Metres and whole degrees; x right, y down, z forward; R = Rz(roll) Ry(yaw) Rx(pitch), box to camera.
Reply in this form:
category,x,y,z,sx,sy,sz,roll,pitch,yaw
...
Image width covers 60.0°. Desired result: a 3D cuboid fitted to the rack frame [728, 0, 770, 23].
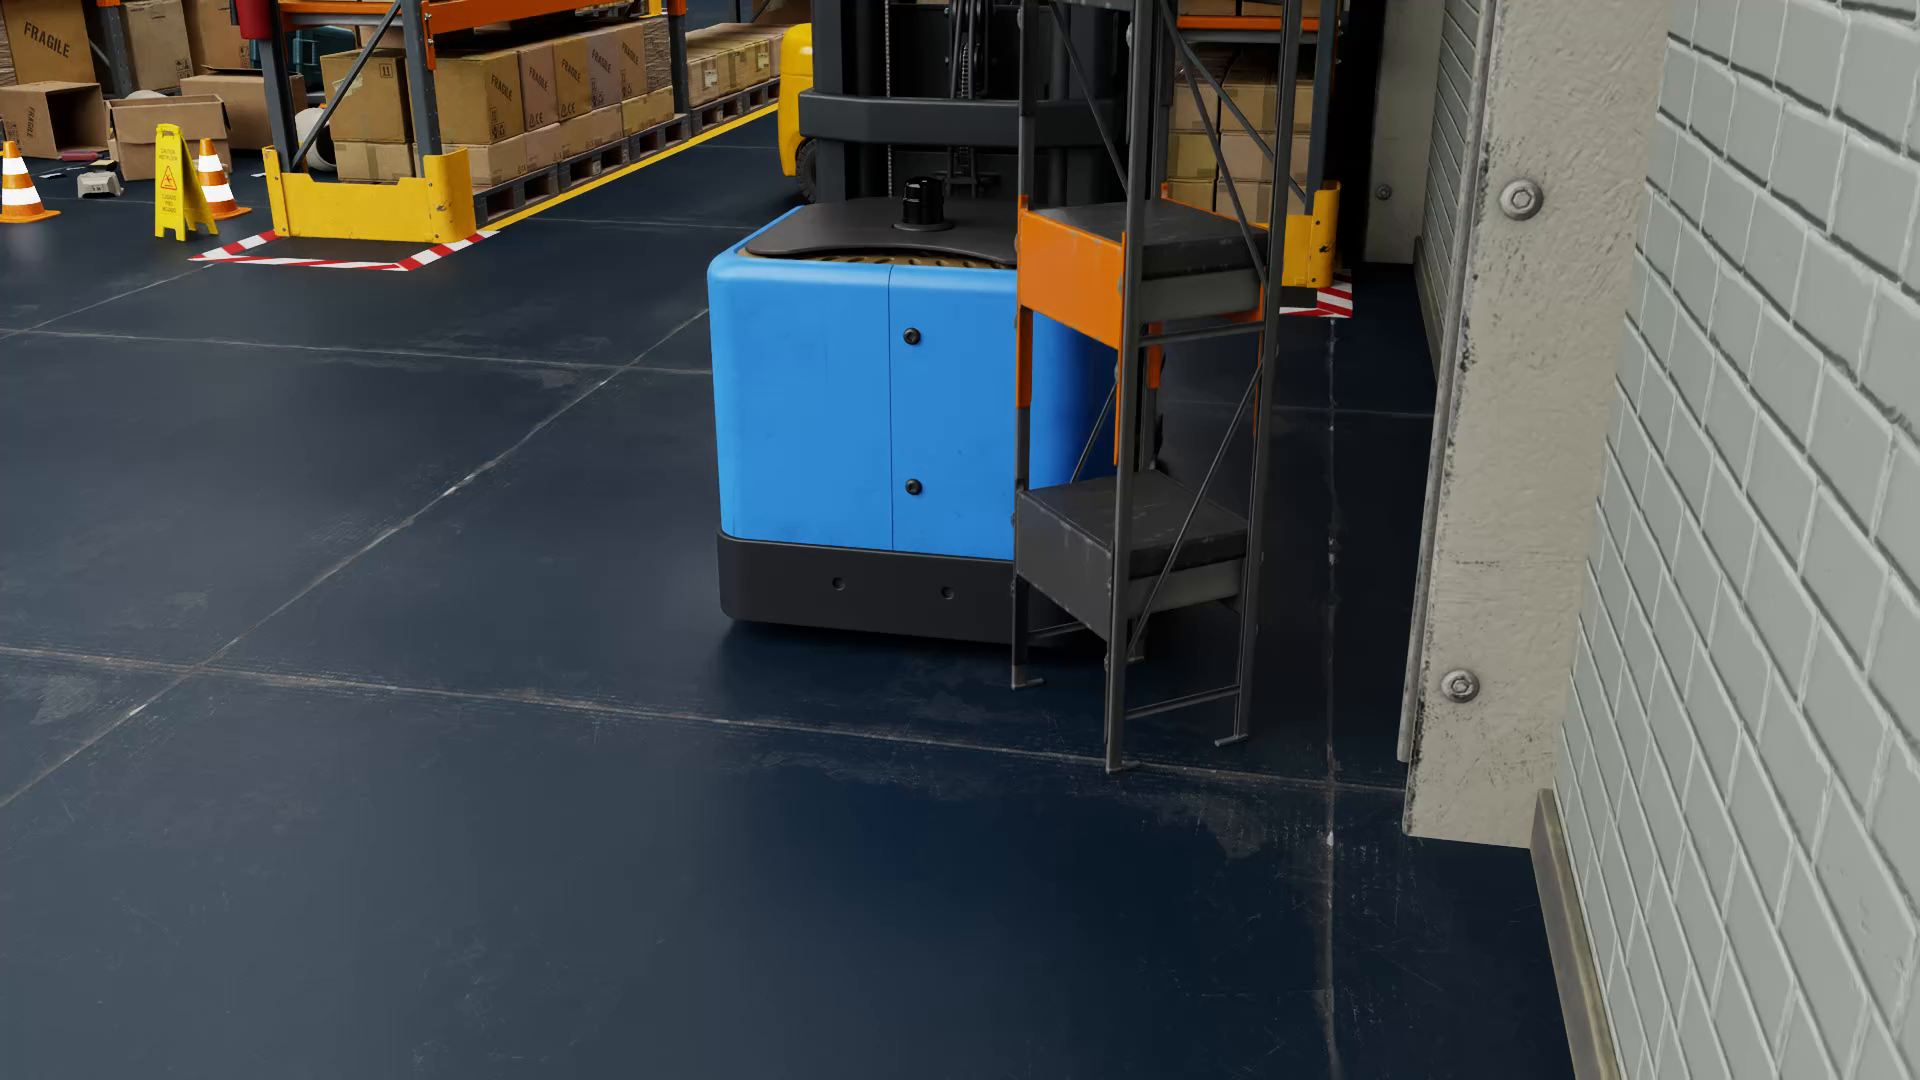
category,x,y,z,sx,sy,sz,roll,pitch,yaw
rack frame,-1.845,-6.105,16.496,1.000,3.000,0.127,4,22,11

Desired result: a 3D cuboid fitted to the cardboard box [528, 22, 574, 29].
category,x,y,z,sx,sy,sz,roll,pitch,yaw
cardboard box,-3.144,-3.517,12.186,0.500,0.500,0.500,5,23,13

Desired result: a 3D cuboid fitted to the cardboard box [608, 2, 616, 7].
category,x,y,z,sx,sy,sz,roll,pitch,yaw
cardboard box,-5.102,-7.653,23.596,0.380,0.149,0.250,3,22,9

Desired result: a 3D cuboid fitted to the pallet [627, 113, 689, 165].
category,x,y,z,sx,sy,sz,roll,pitch,yaw
pallet,-2.764,-3.100,12.768,1.003,0.211,1.213,4,22,11

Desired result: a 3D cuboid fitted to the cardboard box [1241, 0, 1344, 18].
category,x,y,z,sx,sy,sz,roll,pitch,yaw
cardboard box,1.755,-3.008,8.674,0.500,0.500,0.500,5,23,13

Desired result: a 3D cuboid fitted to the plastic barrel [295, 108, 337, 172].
category,x,y,z,sx,sy,sz,roll,pitch,yaw
plastic barrel,-4.538,-2.855,11.875,0.421,0.421,0.512,-16,27,-35

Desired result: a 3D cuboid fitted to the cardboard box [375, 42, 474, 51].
category,x,y,z,sx,sy,sz,roll,pitch,yaw
cardboard box,-3.466,-2.950,10.778,0.500,0.500,0.500,5,23,13

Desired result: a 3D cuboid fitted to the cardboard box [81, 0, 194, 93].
category,x,y,z,sx,sy,sz,roll,pitch,yaw
cardboard box,-7.489,-4.367,14.631,1.050,0.750,0.750,4,22,11

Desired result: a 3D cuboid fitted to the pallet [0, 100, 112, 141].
category,x,y,z,sx,sy,sz,roll,pitch,yaw
pallet,-7.760,-3.416,13.554,1.003,0.211,1.213,4,22,11

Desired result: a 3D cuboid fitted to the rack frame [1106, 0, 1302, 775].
category,x,y,z,sx,sy,sz,roll,pitch,yaw
rack frame,0.532,-0.449,3.657,0.400,2.100,0.015,-10,24,-24

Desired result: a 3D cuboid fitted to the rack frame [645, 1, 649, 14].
category,x,y,z,sx,sy,sz,roll,pitch,yaw
rack frame,-5.079,-9.371,24.606,1.000,3.000,0.127,4,22,11

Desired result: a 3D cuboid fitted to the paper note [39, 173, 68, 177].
category,x,y,z,sx,sy,sz,roll,pitch,yaw
paper note,-6.371,-2.570,11.696,0.144,0.017,0.142,13,25,29

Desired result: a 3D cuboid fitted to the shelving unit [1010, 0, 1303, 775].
category,x,y,z,sx,sy,sz,roll,pitch,yaw
shelving unit,0.426,-0.531,3.861,0.431,2.100,0.503,-10,24,-24

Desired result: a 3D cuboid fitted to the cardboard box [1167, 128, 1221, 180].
category,x,y,z,sx,sy,sz,roll,pitch,yaw
cardboard box,1.176,-2.155,9.138,0.500,0.250,0.500,4,22,10

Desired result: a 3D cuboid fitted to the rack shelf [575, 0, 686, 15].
category,x,y,z,sx,sy,sz,roll,pitch,yaw
rack shelf,-2.253,-5.039,14.814,1.077,0.370,4.000,4,22,11

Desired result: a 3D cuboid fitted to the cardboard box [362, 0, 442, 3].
category,x,y,z,sx,sy,sz,roll,pitch,yaw
cardboard box,-3.206,-3.171,9.547,0.380,0.149,0.250,5,22,11

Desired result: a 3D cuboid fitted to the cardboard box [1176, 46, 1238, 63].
category,x,y,z,sx,sy,sz,roll,pitch,yaw
cardboard box,1.473,-2.934,10.404,0.500,0.250,0.500,4,22,10

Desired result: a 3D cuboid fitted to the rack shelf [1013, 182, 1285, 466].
category,x,y,z,sx,sy,sz,roll,pitch,yaw
rack shelf,0.426,-0.518,3.866,0.431,0.518,0.480,-10,24,-24

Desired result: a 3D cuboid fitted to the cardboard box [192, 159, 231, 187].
category,x,y,z,sx,sy,sz,roll,pitch,yaw
cardboard box,-5.188,-2.489,11.336,0.380,0.149,0.250,18,28,38

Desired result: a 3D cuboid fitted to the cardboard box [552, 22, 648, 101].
category,x,y,z,sx,sy,sz,roll,pitch,yaw
cardboard box,-2.622,-3.486,12.108,0.500,0.500,0.500,5,22,12

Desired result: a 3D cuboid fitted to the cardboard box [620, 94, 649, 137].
category,x,y,z,sx,sy,sz,roll,pitch,yaw
cardboard box,-2.618,-3.129,12.225,0.500,0.250,0.500,4,22,9

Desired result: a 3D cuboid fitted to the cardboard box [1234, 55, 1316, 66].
category,x,y,z,sx,sy,sz,roll,pitch,yaw
cardboard box,1.877,-2.711,9.851,0.500,0.250,0.500,4,22,11

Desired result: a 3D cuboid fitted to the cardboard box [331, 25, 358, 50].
category,x,y,z,sx,sy,sz,roll,pitch,yaw
cardboard box,-6.924,-5.380,17.147,1.050,0.750,0.750,4,22,10

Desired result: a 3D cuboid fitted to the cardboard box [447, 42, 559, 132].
category,x,y,z,sx,sy,sz,roll,pitch,yaw
cardboard box,-2.936,-2.920,10.704,0.500,0.500,0.500,4,22,9

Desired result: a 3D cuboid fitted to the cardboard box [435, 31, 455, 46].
category,x,y,z,sx,sy,sz,roll,pitch,yaw
cardboard box,-3.506,-3.291,10.756,0.380,0.149,0.250,5,22,12

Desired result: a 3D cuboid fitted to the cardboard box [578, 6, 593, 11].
category,x,y,z,sx,sy,sz,roll,pitch,yaw
cardboard box,-5.282,-7.366,22.883,0.380,0.149,0.250,4,22,9

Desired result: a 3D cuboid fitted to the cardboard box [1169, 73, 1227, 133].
category,x,y,z,sx,sy,sz,roll,pitch,yaw
cardboard box,1.171,-2.377,9.021,0.500,0.250,0.500,5,23,13

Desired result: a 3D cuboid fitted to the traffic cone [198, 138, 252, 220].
category,x,y,z,sx,sy,sz,roll,pitch,yaw
traffic cone,-4.653,-2.258,10.340,0.336,0.463,0.334,4,22,11

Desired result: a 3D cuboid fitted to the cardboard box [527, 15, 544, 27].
category,x,y,z,sx,sy,sz,roll,pitch,yaw
cardboard box,-3.234,-3.785,11.984,0.380,0.149,0.250,5,23,13

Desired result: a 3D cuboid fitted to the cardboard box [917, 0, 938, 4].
category,x,y,z,sx,sy,sz,roll,pitch,yaw
cardboard box,-0.796,-6.795,21.078,0.875,0.438,0.875,4,22,10

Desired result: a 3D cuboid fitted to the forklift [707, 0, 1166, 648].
category,x,y,z,sx,sy,sz,roll,pitch,yaw
forklift,0.129,-1.590,5.378,1.130,2.935,3.031,4,22,11

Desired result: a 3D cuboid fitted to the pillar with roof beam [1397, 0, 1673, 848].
category,x,y,z,sx,sy,sz,roll,pitch,yaw
pillar with roof beam,-3.032,-3.904,3.002,9.100,9.000,0.400,4,22,11

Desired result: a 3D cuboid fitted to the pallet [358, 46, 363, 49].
category,x,y,z,sx,sy,sz,roll,pitch,yaw
pallet,-6.551,-5.437,18.571,1.003,0.211,1.213,4,22,11

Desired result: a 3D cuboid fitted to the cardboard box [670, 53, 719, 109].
category,x,y,z,sx,sy,sz,roll,pitch,yaw
cardboard box,-2.557,-3.810,13.753,0.950,0.372,0.625,5,22,12

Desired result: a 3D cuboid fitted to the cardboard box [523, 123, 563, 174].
category,x,y,z,sx,sy,sz,roll,pitch,yaw
cardboard box,-2.931,-2.558,10.809,0.500,0.250,0.500,5,23,13

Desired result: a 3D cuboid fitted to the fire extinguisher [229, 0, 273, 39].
category,x,y,z,sx,sy,sz,roll,pitch,yaw
fire extinguisher,-3.952,-3.136,9.229,0.296,0.674,0.183,4,22,11

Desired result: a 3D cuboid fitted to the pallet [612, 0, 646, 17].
category,x,y,z,sx,sy,sz,roll,pitch,yaw
pallet,-5.295,-7.755,24.326,1.003,0.211,1.213,4,22,11

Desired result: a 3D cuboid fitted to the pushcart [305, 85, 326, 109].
category,x,y,z,sx,sy,sz,roll,pitch,yaw
pushcart,-4.904,-3.581,13.739,1.648,0.377,0.936,-3,22,-8

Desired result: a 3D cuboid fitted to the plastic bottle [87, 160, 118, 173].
category,x,y,z,sx,sy,sz,roll,pitch,yaw
plastic bottle,-6.148,-2.685,11.938,0.133,0.061,0.283,-3,22,-8

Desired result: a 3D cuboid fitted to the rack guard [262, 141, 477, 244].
category,x,y,z,sx,sy,sz,roll,pitch,yaw
rack guard,-3.462,-2.047,9.767,1.175,0.500,0.348,4,22,11

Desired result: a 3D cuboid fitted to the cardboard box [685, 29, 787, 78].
category,x,y,z,sx,sy,sz,roll,pitch,yaw
cardboard box,-2.113,-4.604,15.725,0.950,0.372,0.625,4,22,10

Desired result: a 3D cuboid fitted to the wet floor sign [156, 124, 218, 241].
category,x,y,z,sx,sy,sz,roll,pitch,yaw
wet floor sign,-4.564,-2.099,9.701,0.267,0.644,0.232,13,25,29

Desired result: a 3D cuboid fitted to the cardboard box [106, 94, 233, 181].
category,x,y,z,sx,sy,sz,roll,pitch,yaw
cardboard box,-5.598,-2.856,11.772,0.797,0.503,0.637,-11,25,-26

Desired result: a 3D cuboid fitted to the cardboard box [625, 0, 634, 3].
category,x,y,z,sx,sy,sz,roll,pitch,yaw
cardboard box,-4.936,-7.933,24.290,0.380,0.149,0.250,5,23,13
